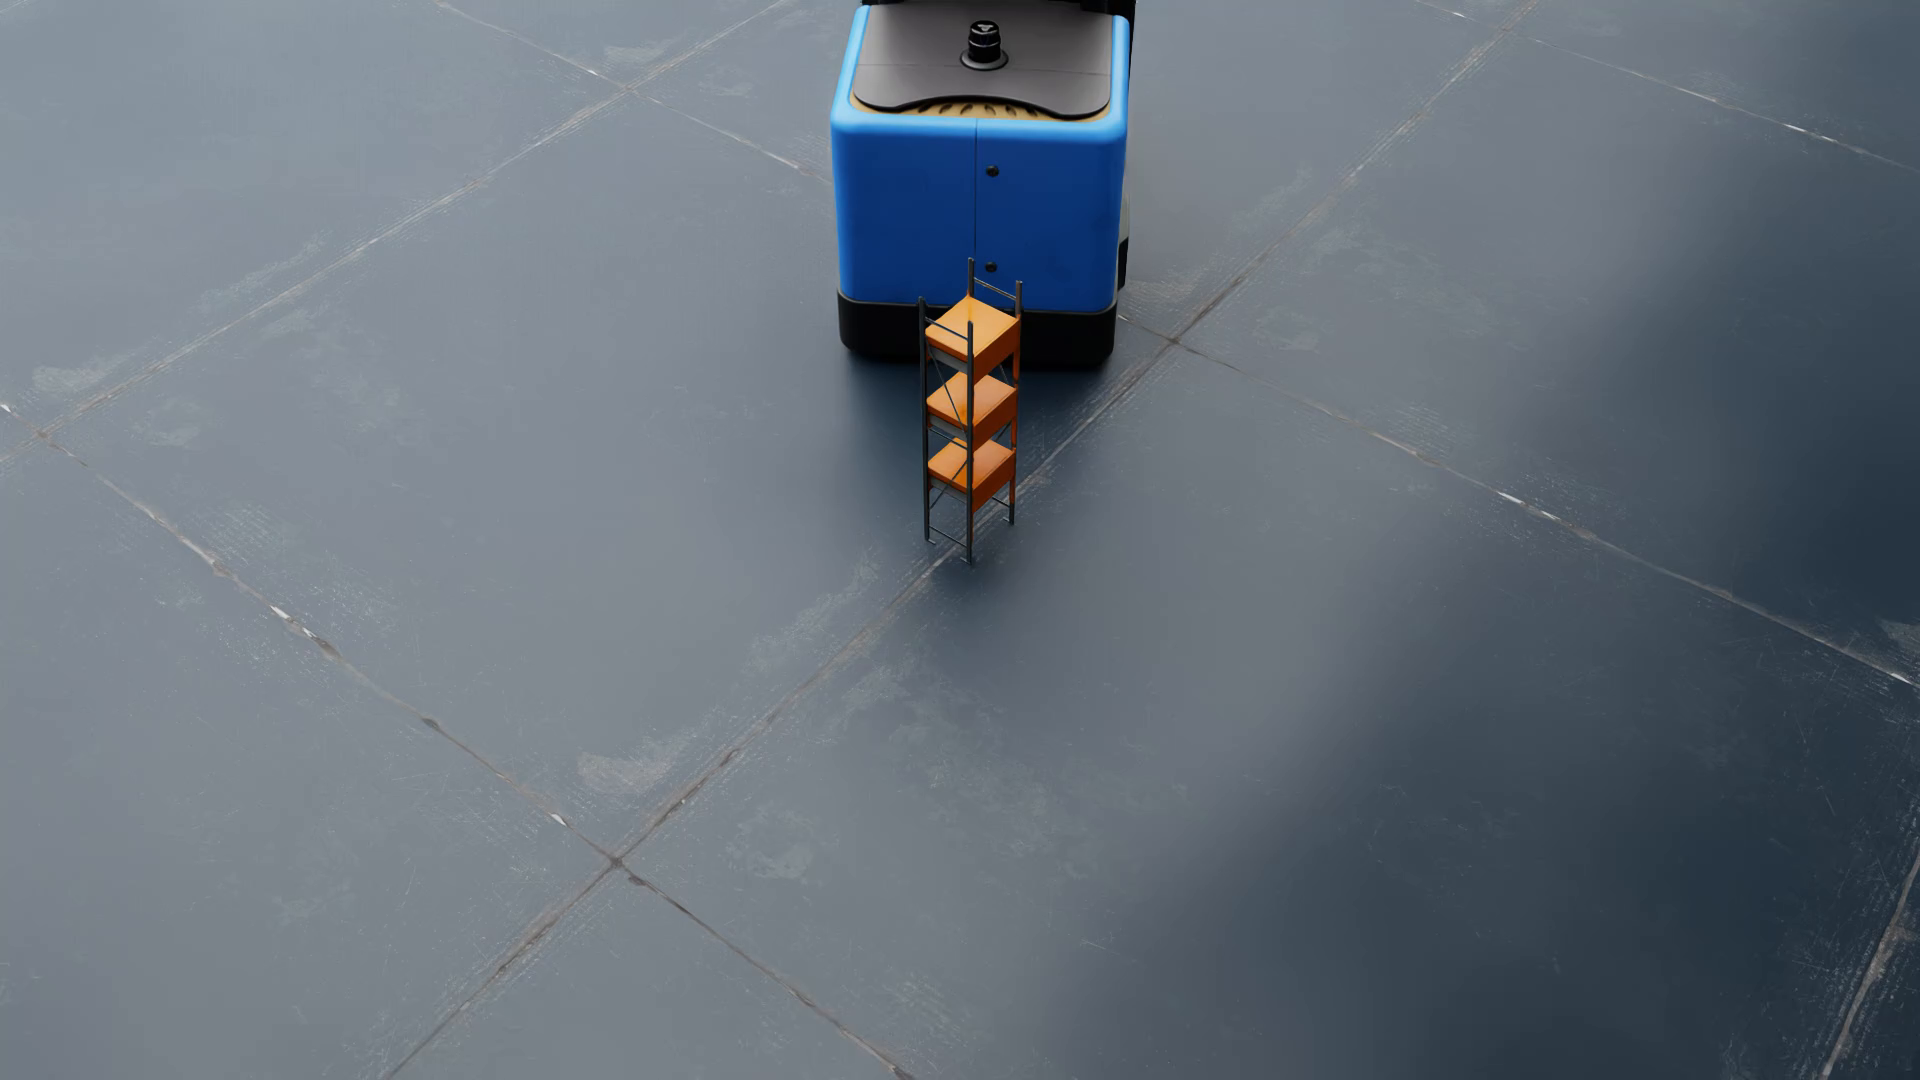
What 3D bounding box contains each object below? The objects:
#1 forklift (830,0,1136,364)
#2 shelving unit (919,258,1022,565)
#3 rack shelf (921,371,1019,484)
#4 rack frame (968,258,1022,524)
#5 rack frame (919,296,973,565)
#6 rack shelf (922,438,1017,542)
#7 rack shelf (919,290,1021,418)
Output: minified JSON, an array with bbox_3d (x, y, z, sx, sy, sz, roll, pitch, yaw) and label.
[{"bbox_3d":[0.174,-2.741,6.342,1.130,2.935,3.031,3,46,3],"label":"forklift"},{"bbox_3d":[0.033,-0.393,5.400,0.215,1.050,0.252,29,53,25],"label":"shelving unit"},{"bbox_3d":[0.033,-0.386,5.407,0.215,0.259,0.240,29,53,25],"label":"rack shelf"},{"bbox_3d":[0.107,-0.463,5.466,0.200,1.050,0.008,29,53,25],"label":"rack frame"},{"bbox_3d":[-0.042,-0.323,5.333,0.200,1.050,0.008,29,53,25],"label":"rack frame"},{"bbox_3d":[0.033,-0.194,5.608,0.215,0.259,0.240,29,53,25],"label":"rack shelf"},{"bbox_3d":[0.033,-0.582,5.202,0.215,0.259,0.240,29,53,25],"label":"rack shelf"}]
